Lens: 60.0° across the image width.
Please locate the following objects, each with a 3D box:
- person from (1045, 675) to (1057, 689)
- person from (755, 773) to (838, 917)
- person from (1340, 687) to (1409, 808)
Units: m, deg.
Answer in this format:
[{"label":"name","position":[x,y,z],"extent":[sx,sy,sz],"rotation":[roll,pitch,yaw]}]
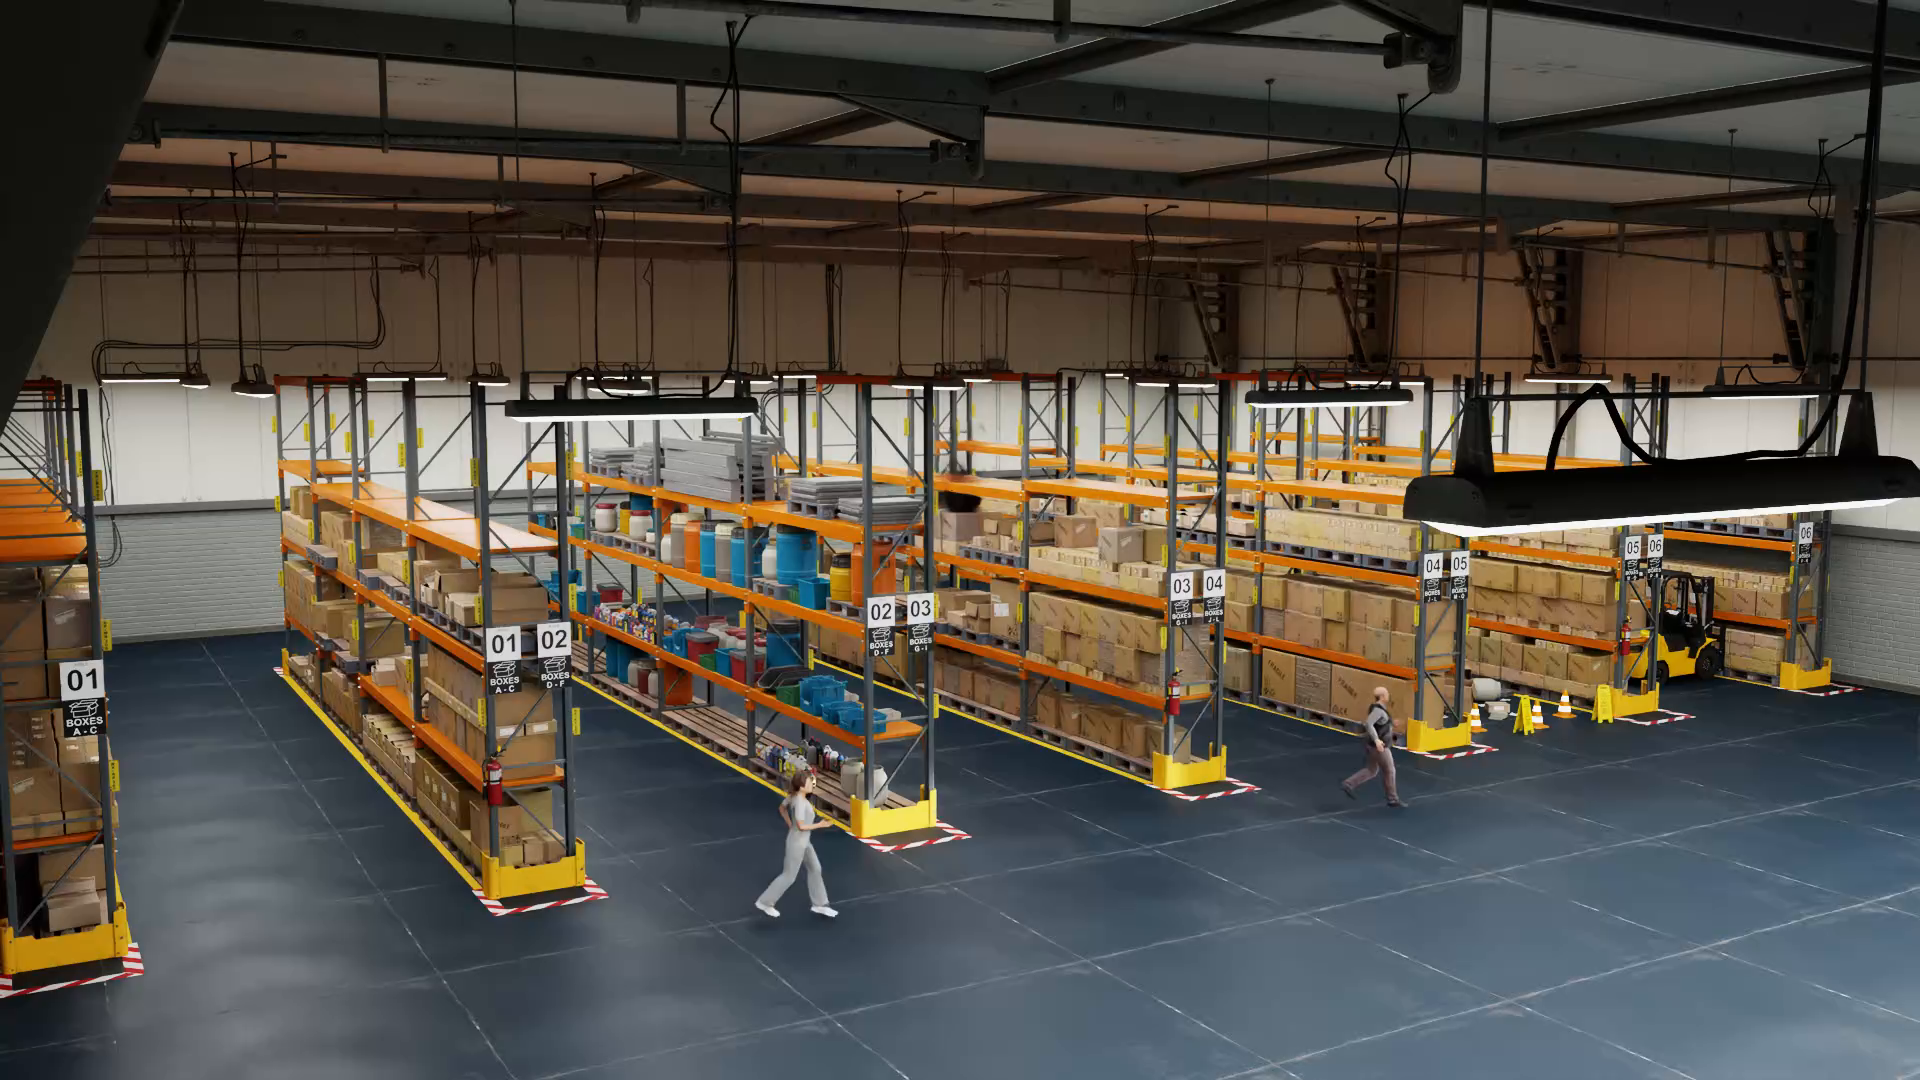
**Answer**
[{"label":"person","position":[1.753,2.034,31.775],"extent":[0.592,1.651,0.519],"rotation":[-4,7,-33]},{"label":"person","position":[-1.844,3.446,18.709],"extent":[0.927,1.682,0.529],"rotation":[0,6,-4]},{"label":"person","position":[5.845,2.900,23.350],"extent":[0.952,1.705,0.657],"rotation":[0,6,3]}]
